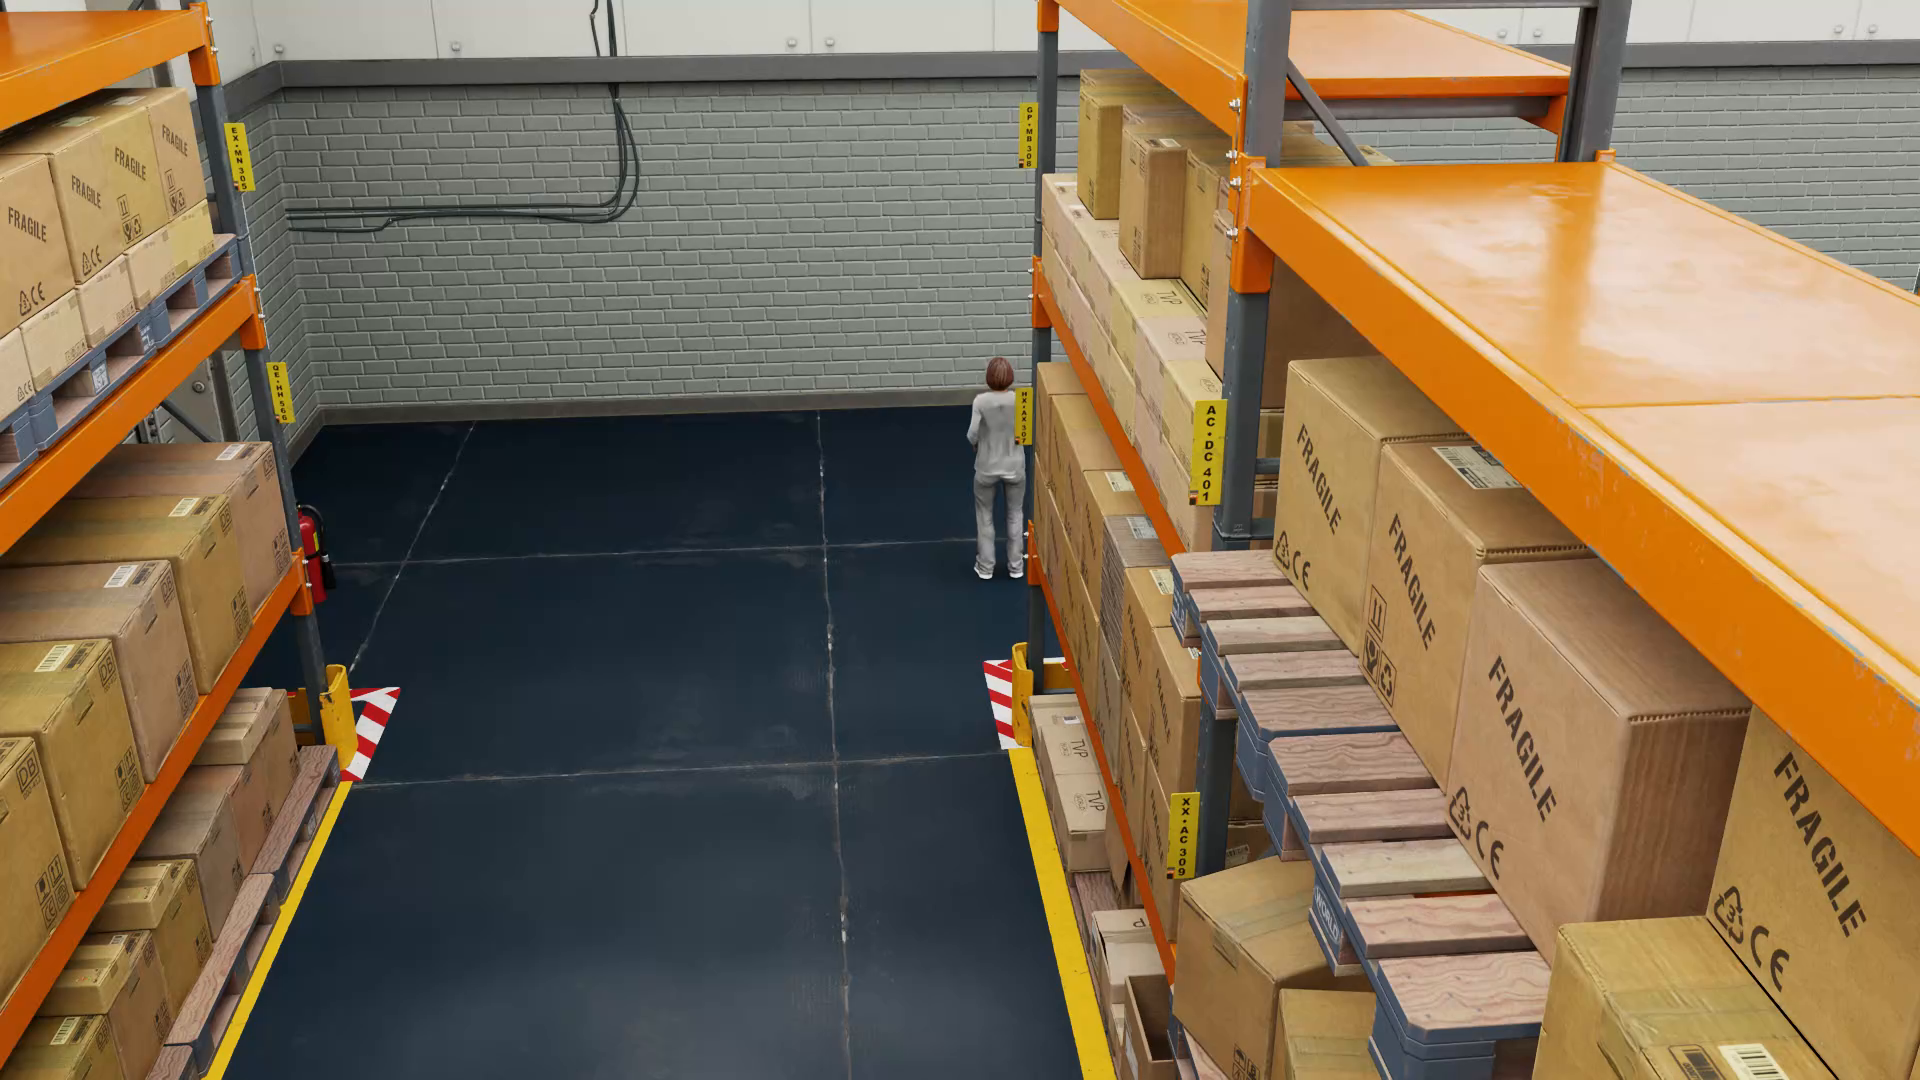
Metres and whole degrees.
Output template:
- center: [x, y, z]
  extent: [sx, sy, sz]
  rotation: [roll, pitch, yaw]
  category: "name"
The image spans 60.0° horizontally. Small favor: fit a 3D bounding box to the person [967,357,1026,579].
- center: [0.262, -0.518, 11.454]
  extent: [0.438, 1.602, 0.471]
  rotation: [-2, 24, -5]
  category: "person"
